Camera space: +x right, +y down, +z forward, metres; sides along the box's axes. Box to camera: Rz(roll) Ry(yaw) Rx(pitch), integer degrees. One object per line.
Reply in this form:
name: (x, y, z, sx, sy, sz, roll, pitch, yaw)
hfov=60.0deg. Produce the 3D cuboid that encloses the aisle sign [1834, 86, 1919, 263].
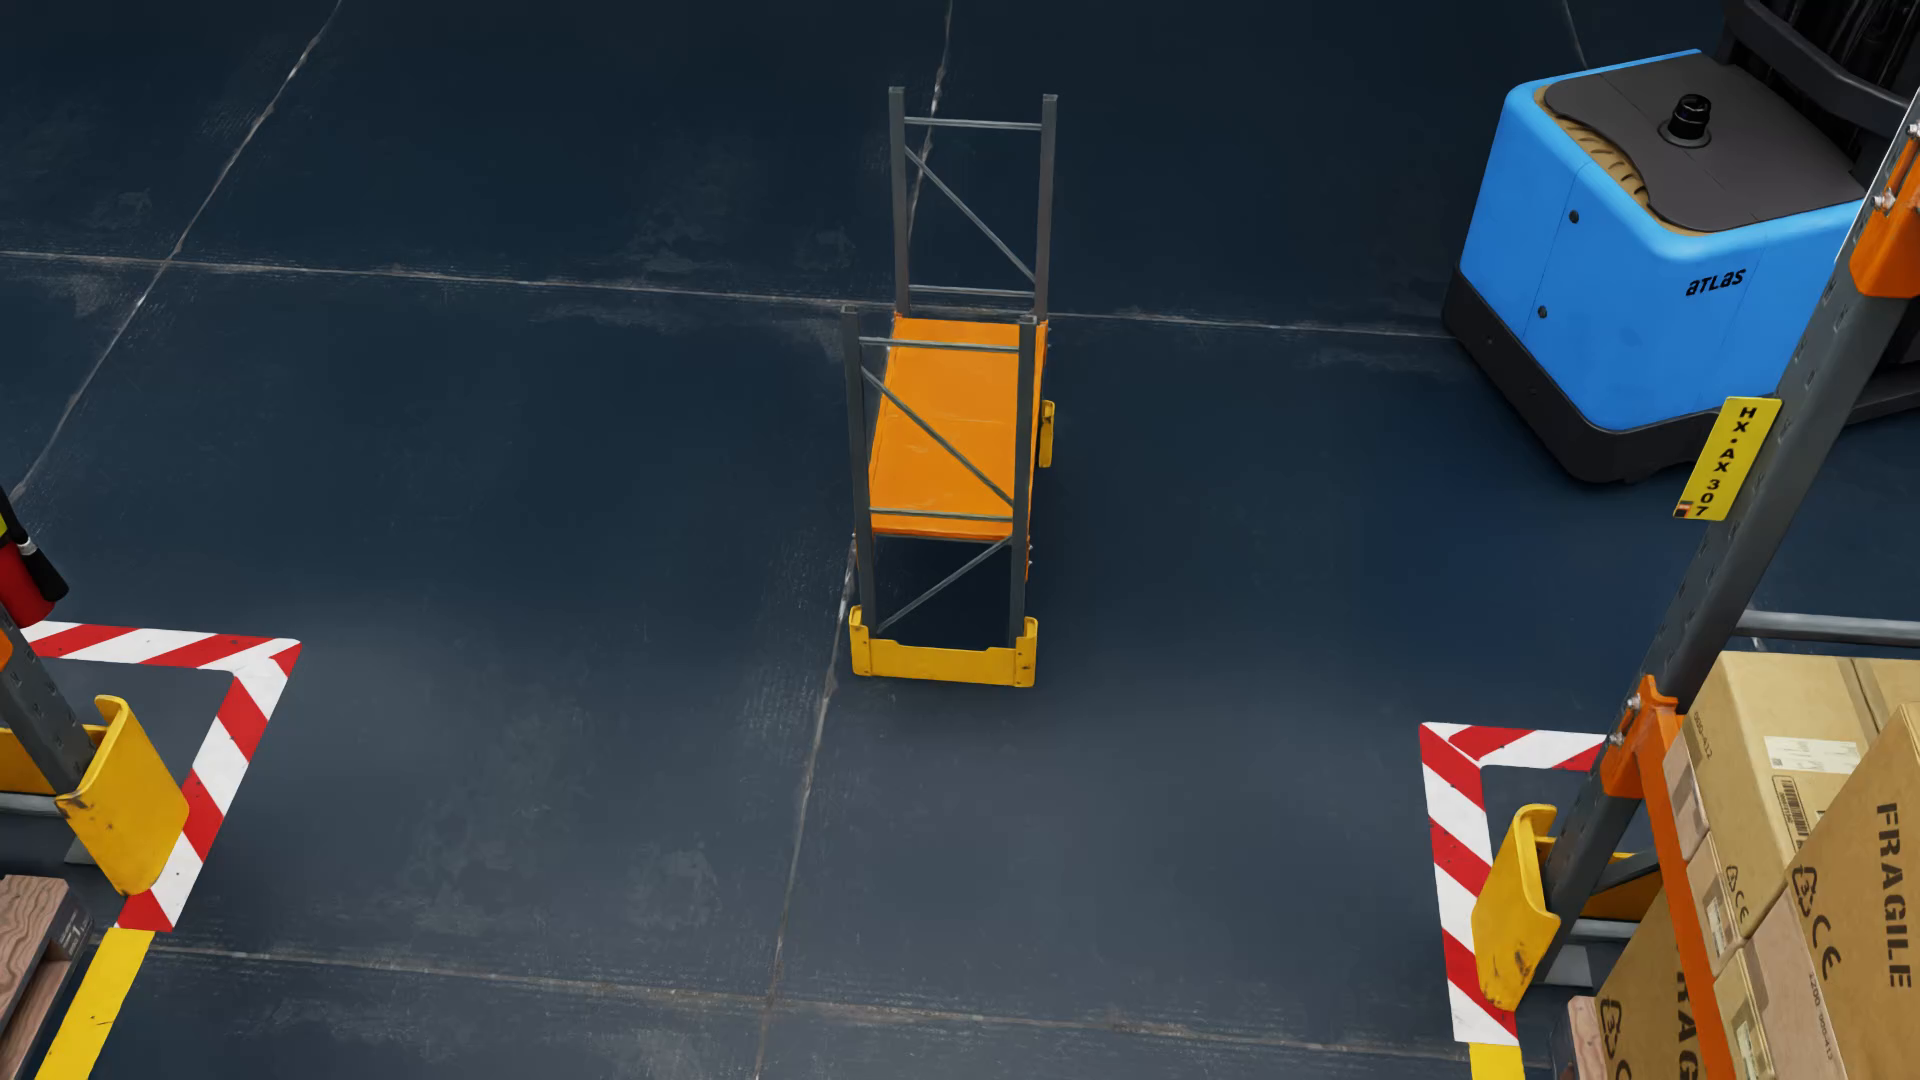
aisle sign: (1.741, -0.743, 2.635, 0.394, 0.787, 0.004, 4, 48, 4)

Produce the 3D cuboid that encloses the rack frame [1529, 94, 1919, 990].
rack frame: (2.033, 0.207, 3.528, 1.000, 3.000, 0.127, 4, 48, 4)

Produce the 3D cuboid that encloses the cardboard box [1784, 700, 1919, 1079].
cardboard box: (1.675, 0.606, 2.555, 0.500, 0.500, 0.500, 3, 48, 3)

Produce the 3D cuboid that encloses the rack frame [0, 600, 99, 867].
rack frame: (-2.899, -0.126, 3.833, 1.000, 3.000, 0.127, 4, 48, 4)

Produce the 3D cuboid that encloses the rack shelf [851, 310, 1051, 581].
rack shelf: (-0.008, -0.322, 5.272, 0.538, 0.185, 1.000, 4, 48, 4)

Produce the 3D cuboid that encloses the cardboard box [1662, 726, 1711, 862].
cardboard box: (1.672, 0.530, 3.402, 0.380, 0.149, 0.250, 4, 48, 4)

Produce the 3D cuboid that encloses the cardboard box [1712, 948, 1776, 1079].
cardboard box: (1.628, 0.907, 3.058, 0.380, 0.149, 0.250, 3, 48, 3)

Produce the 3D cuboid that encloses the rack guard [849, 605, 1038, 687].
rack guard: (-0.052, 0.338, 5.272, 0.587, 0.250, 0.087, 4, 48, 4)

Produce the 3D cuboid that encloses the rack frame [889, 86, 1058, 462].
rack frame: (0.039, -0.817, 5.481, 0.500, 1.500, 0.032, 4, 48, 4)

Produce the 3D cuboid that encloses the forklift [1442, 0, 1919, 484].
forklift: (3.442, -1.842, 5.448, 3.031, 2.935, 1.130, -14, 49, -12)

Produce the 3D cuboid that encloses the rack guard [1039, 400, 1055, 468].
rack guard: (0.038, -0.394, 5.941, 0.587, 0.250, 0.087, 4, 48, 4)

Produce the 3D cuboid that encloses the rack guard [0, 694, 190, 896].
rack guard: (-2.910, 0.699, 4.772, 1.175, 0.500, 0.348, 4, 48, 4)

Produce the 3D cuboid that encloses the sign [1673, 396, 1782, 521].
sign: (1.481, -0.154, 3.217, 0.100, 0.325, 0.005, 4, 48, 4)

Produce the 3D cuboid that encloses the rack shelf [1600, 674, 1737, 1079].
rack shelf: (1.851, 1.919, 2.449, 1.077, 0.370, 4.000, 4, 48, 4)

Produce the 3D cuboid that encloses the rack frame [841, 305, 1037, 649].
rack frame: (-0.054, -0.070, 4.798, 0.500, 1.500, 0.032, 4, 48, 4)

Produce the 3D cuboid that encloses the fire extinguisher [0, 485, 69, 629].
fire extinguisher: (-2.433, -0.054, 4.072, 0.296, 0.674, 0.183, 4, 48, 4)

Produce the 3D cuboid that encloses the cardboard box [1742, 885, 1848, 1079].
cardboard box: (1.680, 0.874, 2.818, 0.500, 0.250, 0.500, 3, 48, 3)

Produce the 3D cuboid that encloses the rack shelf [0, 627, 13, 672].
rack shelf: (-3.081, 1.586, 2.754, 1.077, 0.370, 4.000, 4, 48, 4)

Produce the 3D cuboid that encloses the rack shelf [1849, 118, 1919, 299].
rack shelf: (1.851, 0.907, 1.342, 1.077, 0.370, 4.000, 4, 48, 4)

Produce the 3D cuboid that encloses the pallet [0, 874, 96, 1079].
pallet: (-3.013, 1.418, 4.310, 1.003, 0.211, 1.213, 4, 48, 4)

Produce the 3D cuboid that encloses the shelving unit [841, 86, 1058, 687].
shelving unit: (-0.007, -0.450, 5.145, 0.587, 1.500, 1.083, 4, 48, 4)

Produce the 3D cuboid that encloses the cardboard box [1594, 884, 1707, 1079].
cardboard box: (2.055, 1.258, 3.722, 0.875, 0.875, 0.875, 4, 48, 4)

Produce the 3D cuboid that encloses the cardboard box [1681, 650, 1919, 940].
cardboard box: (1.721, 0.492, 3.167, 0.500, 0.250, 0.500, 3, 48, 2)

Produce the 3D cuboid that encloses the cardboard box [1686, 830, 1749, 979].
cardboard box: (1.651, 0.719, 3.230, 0.380, 0.149, 0.250, 3, 48, 3)

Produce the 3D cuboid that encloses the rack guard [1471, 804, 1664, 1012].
rack guard: (2.036, 1.033, 4.466, 1.175, 0.500, 0.348, 4, 48, 4)

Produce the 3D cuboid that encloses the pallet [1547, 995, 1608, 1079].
pallet: (2.038, 1.741, 4.015, 1.003, 0.211, 1.213, 4, 48, 4)
